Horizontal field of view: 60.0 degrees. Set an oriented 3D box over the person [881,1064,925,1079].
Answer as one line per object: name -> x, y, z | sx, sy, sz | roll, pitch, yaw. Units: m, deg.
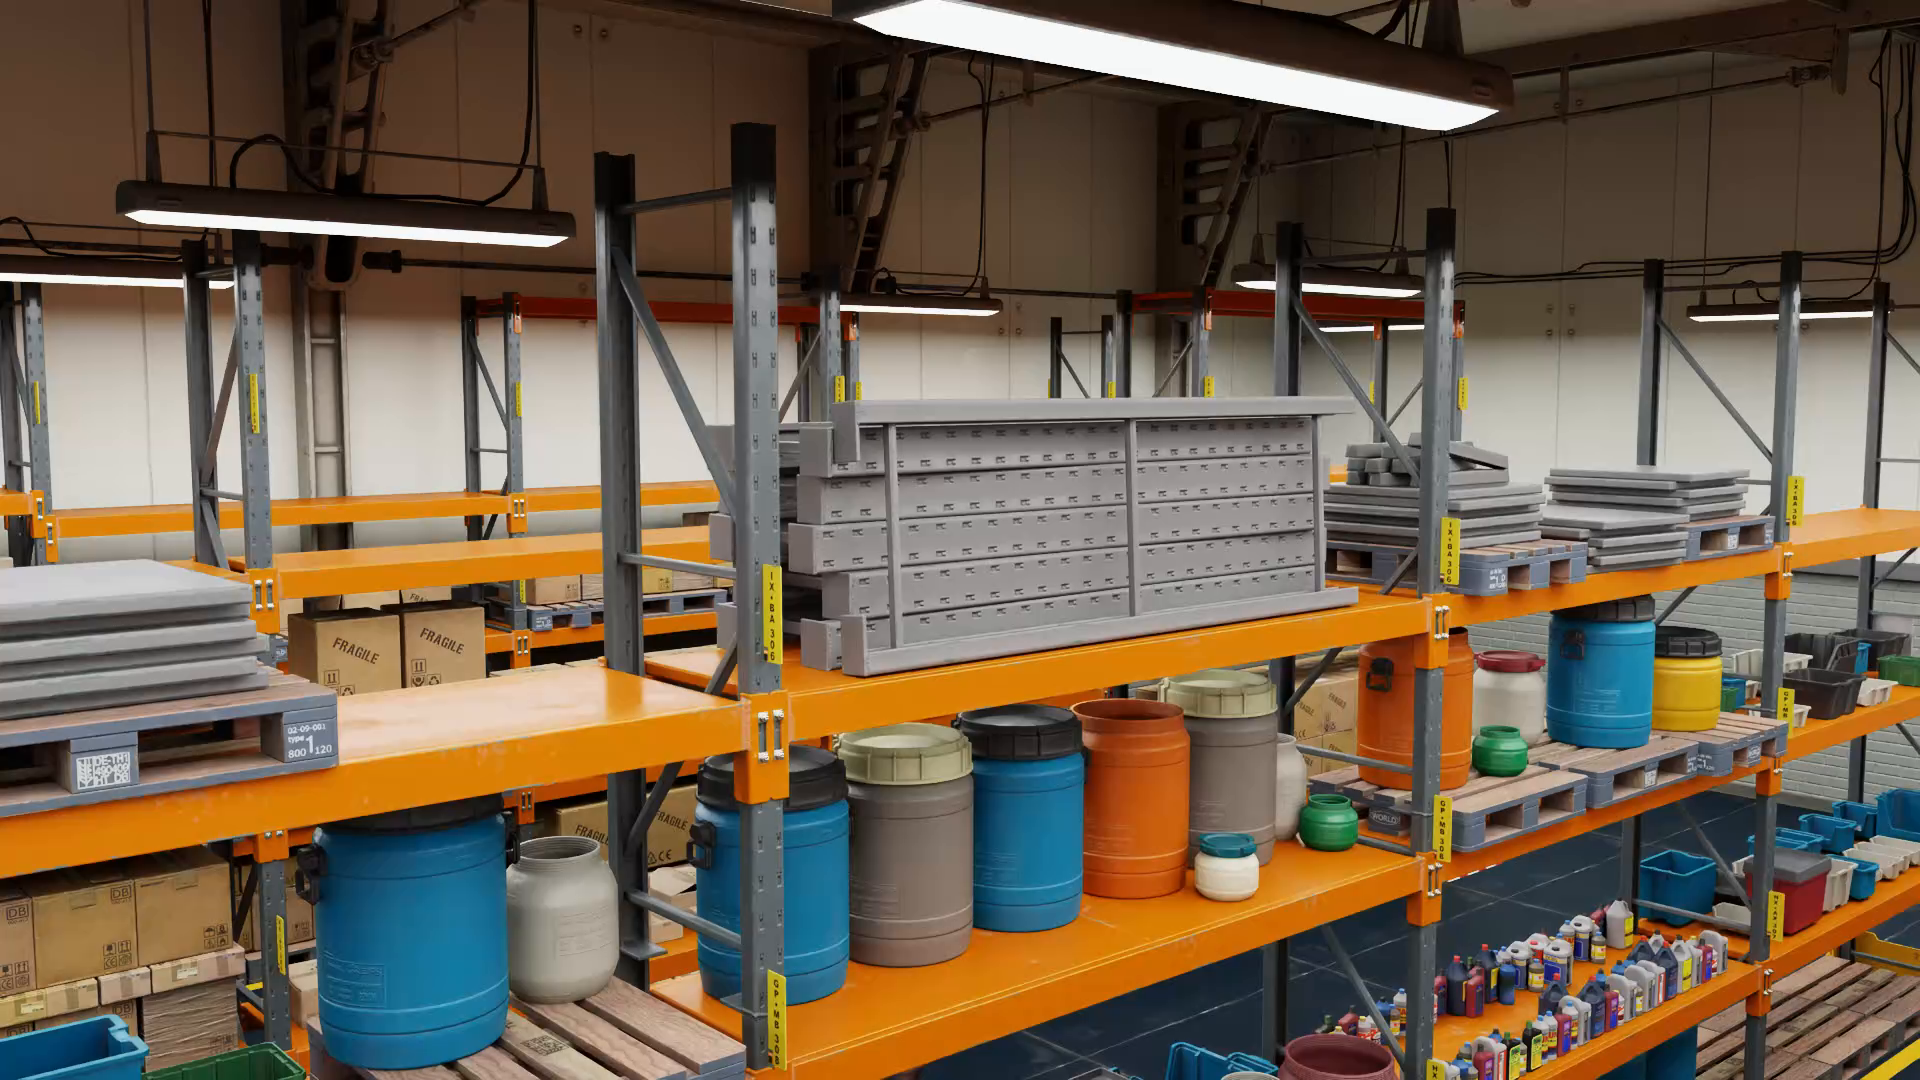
person -> -0.576, 3.355, 9.794 | 0.716, 1.753, 0.901 | 4, 6, 33
